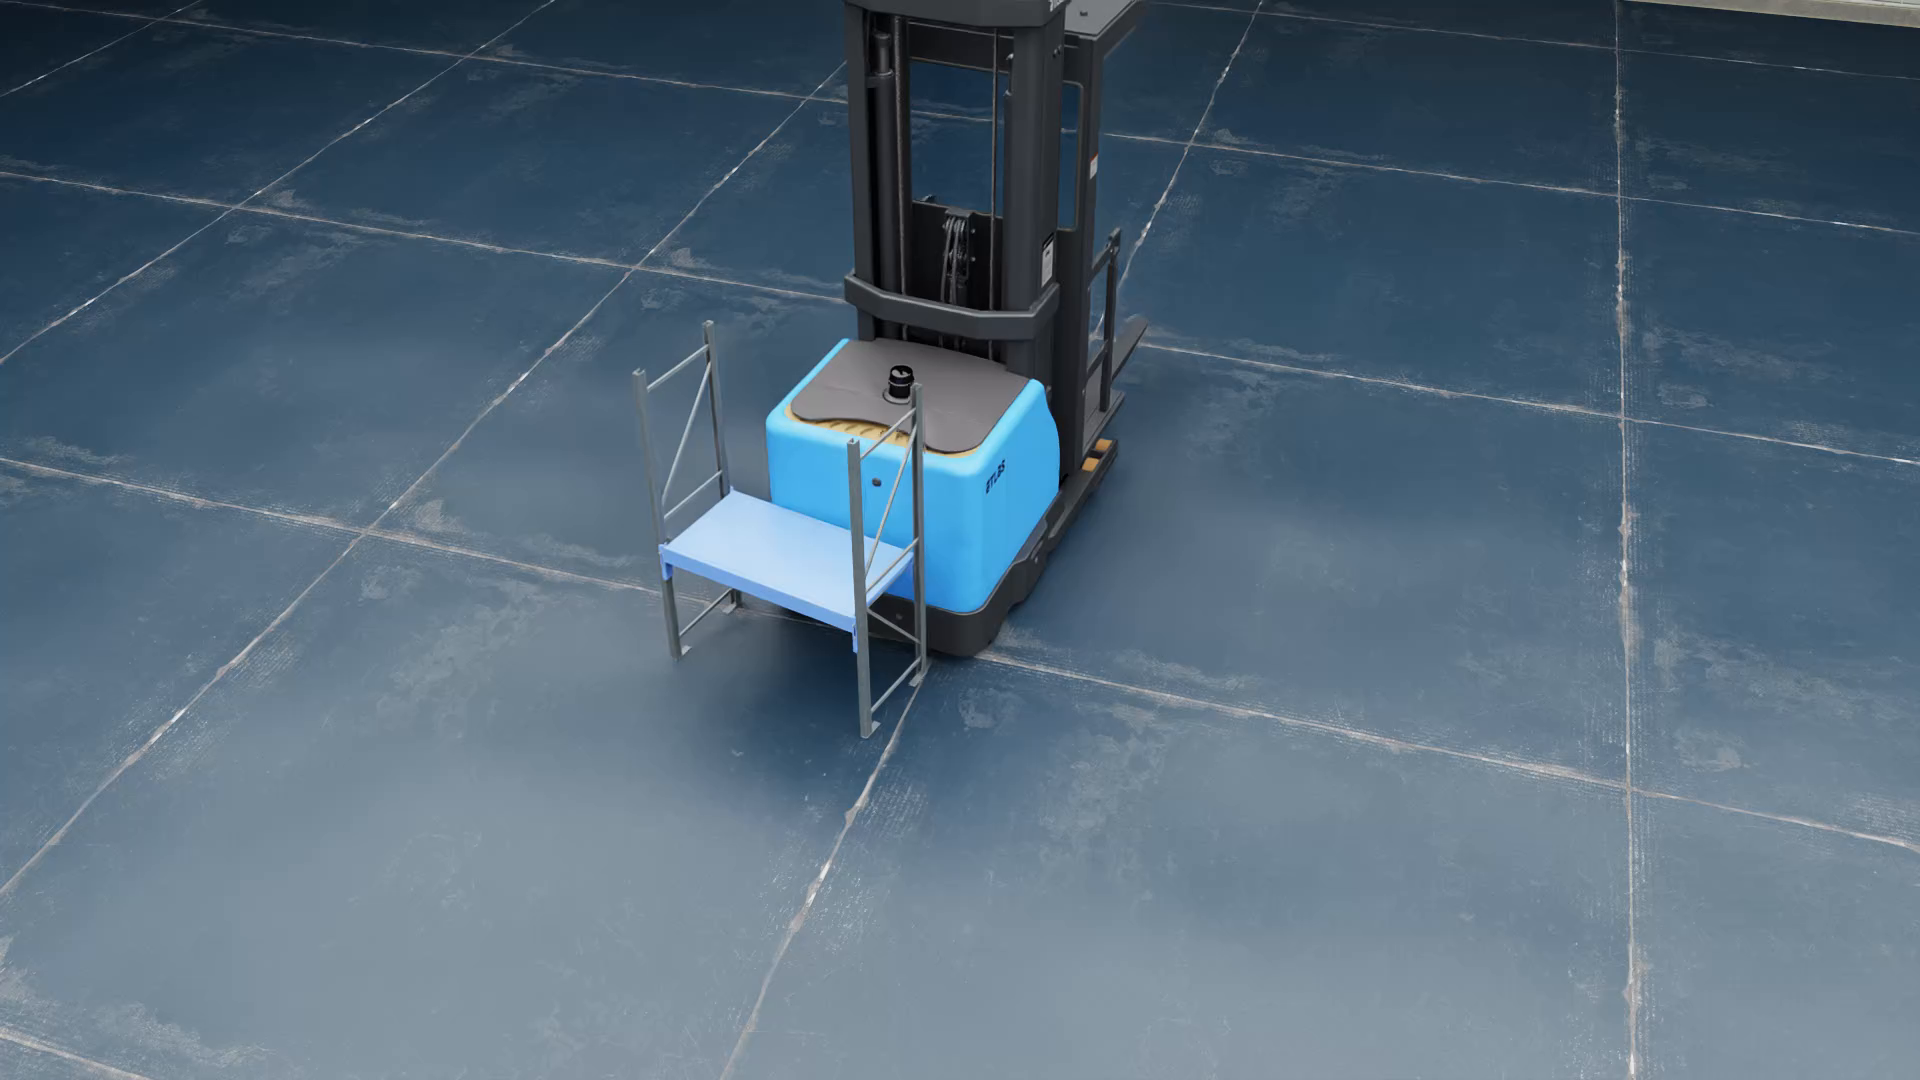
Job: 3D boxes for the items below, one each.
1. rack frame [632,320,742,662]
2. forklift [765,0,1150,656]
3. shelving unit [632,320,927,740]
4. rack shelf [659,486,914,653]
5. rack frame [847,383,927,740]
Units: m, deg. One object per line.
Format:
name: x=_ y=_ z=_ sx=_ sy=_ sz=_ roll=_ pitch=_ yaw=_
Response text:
rack frame: x=-1.168 y=-0.185 z=7.236 sx=0.032 sy=1.500 sz=0.500 roll=19 pitch=40 yaw=24
forklift: x=0.184 y=-1.531 z=7.857 sx=1.130 sy=2.935 sz=3.031 roll=14 pitch=39 yaw=18
shelving unit: x=-0.727 y=-0.035 z=7.032 sx=1.048 sy=1.500 sz=0.538 roll=19 pitch=40 yaw=24
rack shelf: x=-0.727 y=0.110 z=7.139 sx=1.000 sy=0.185 sz=0.538 roll=19 pitch=40 yaw=24
rack frame: x=-0.286 y=0.115 z=6.828 sx=0.032 sy=1.500 sz=0.500 roll=19 pitch=40 yaw=24
